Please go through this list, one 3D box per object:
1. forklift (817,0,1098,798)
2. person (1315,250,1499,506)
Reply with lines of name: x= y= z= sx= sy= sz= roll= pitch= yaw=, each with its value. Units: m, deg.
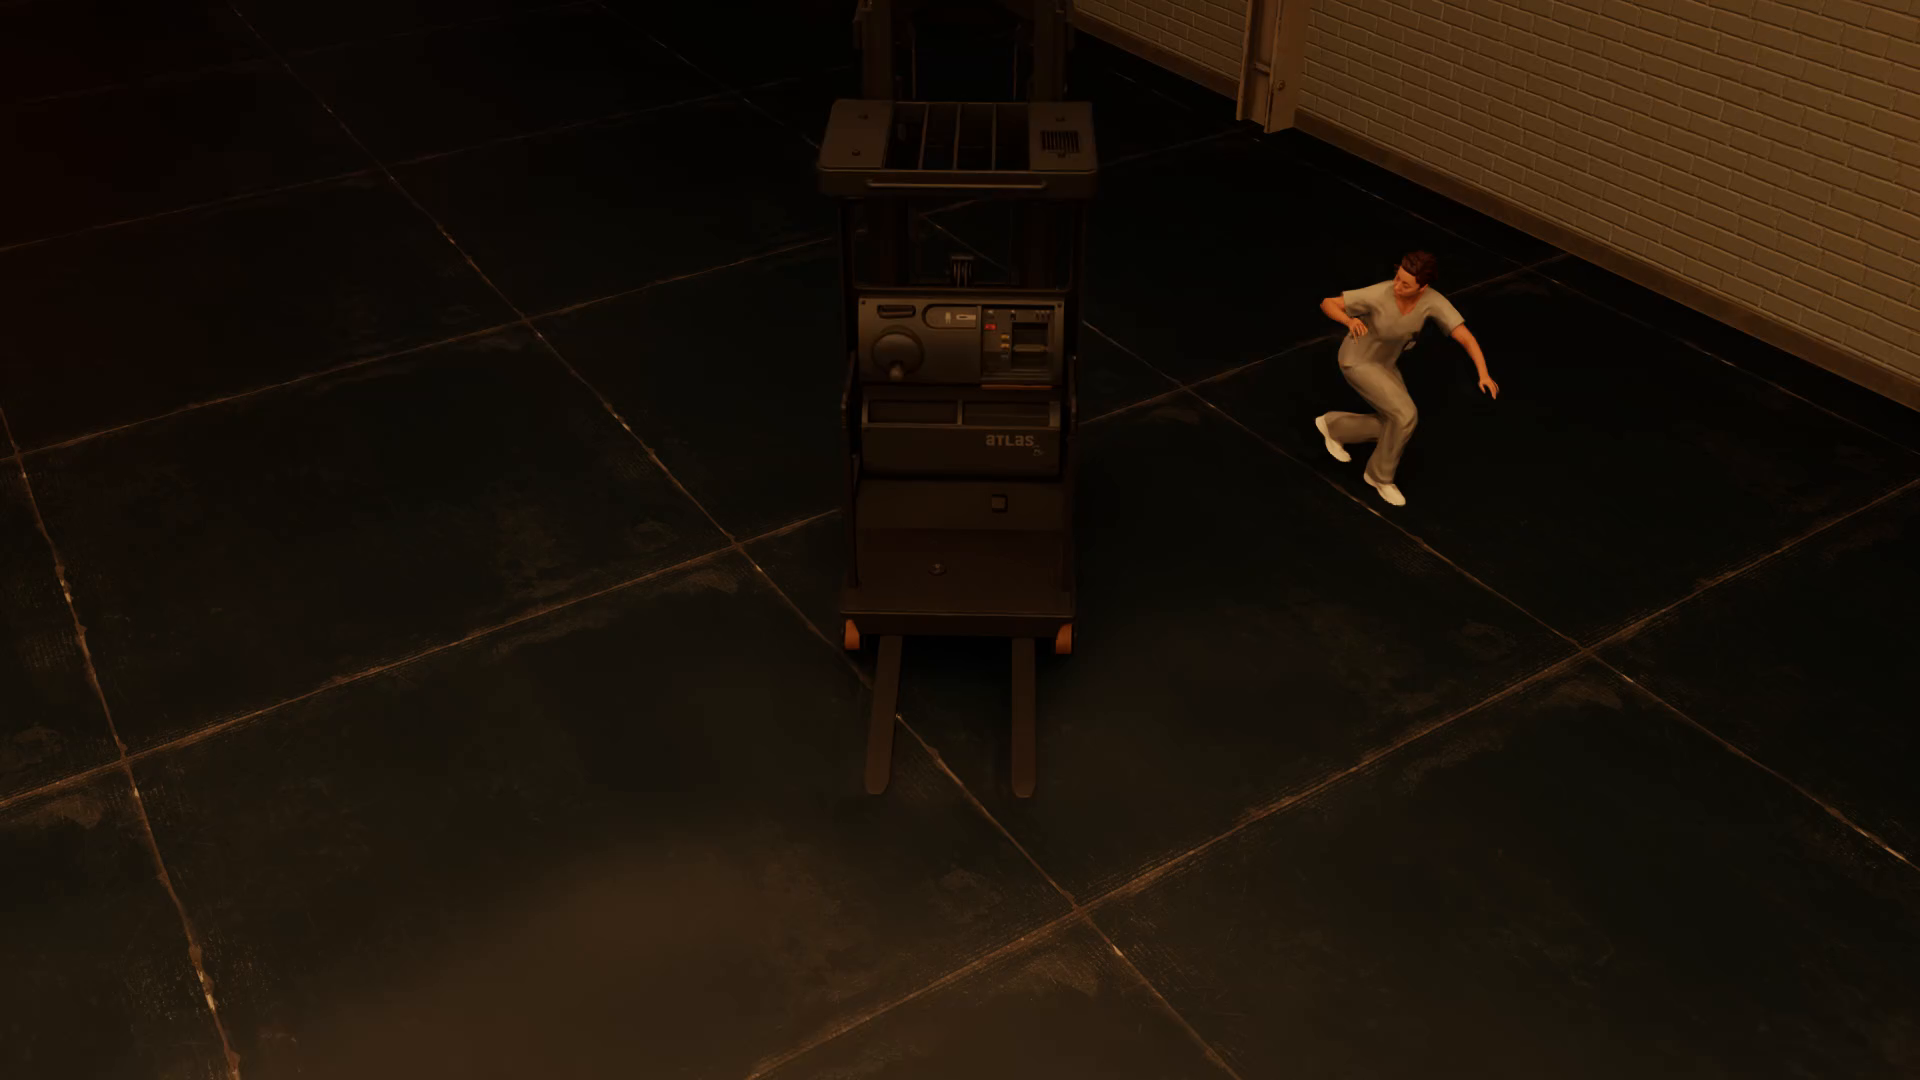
forklift: x=0.001 y=-0.839 z=7.342 sx=1.130 sy=2.935 sz=3.031 roll=1 pitch=35 yaw=1
person: x=2.258 y=-0.819 z=8.664 sx=0.698 sy=1.402 sz=1.011 roll=-19 pitch=39 yaw=-25
